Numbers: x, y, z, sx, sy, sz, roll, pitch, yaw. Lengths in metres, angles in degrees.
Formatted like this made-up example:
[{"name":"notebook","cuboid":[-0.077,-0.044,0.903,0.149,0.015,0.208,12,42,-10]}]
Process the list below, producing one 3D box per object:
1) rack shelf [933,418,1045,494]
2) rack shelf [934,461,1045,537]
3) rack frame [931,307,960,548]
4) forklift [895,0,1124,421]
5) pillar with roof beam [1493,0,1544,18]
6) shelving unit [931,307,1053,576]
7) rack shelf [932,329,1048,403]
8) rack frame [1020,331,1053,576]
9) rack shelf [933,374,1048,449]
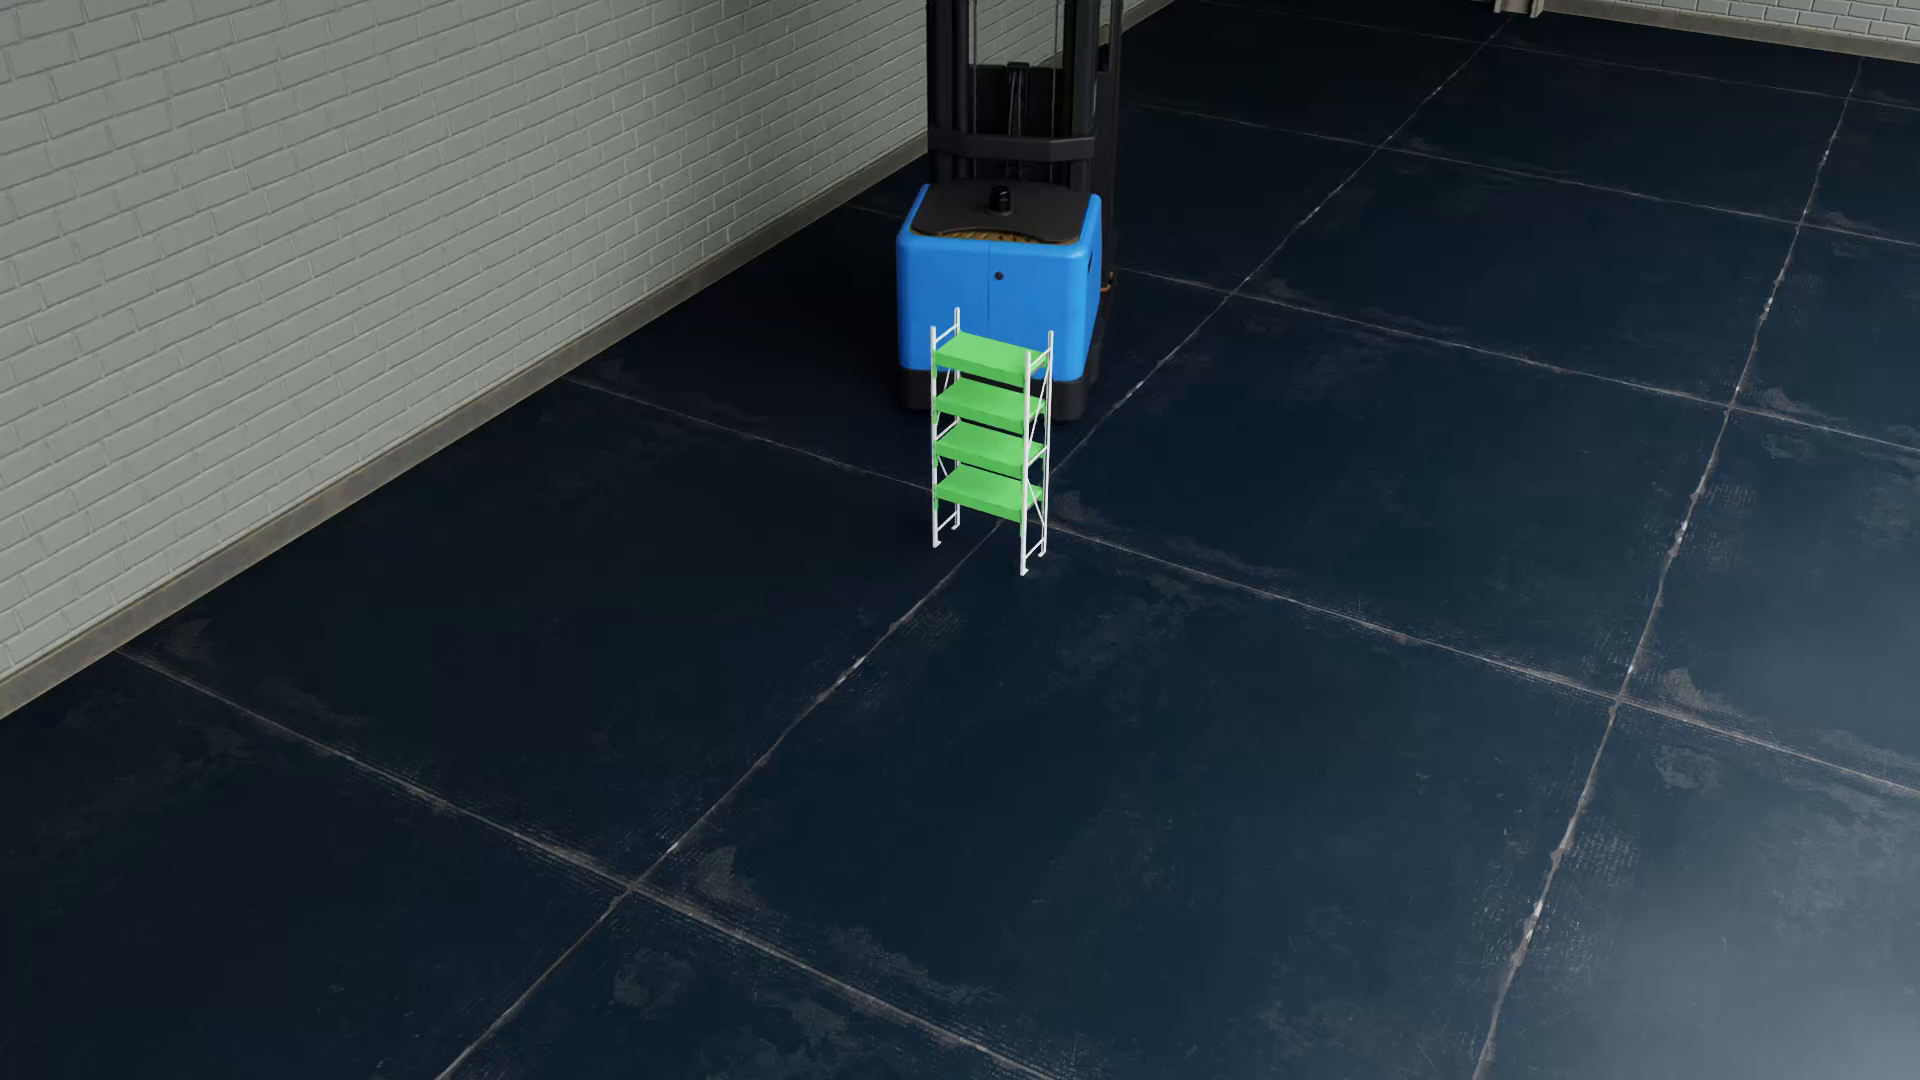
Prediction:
[{"name":"rack shelf","cuboid":[0.144,-0.401,7.884,0.480,0.148,0.258,18,37,24]},{"name":"rack shelf","cuboid":[0.144,-0.201,8.018,0.480,0.148,0.258,18,37,24]},{"name":"rack frame","cuboid":[-0.068,-0.521,7.950,0.015,1.200,0.240,18,37,24]},{"name":"forklift","cuboid":[0.396,-2.675,9.623,1.130,2.935,3.031,5,34,8]},{"name":"pillar with roof beam","cuboid":[3.169,-6.705,10.200,0.400,9.000,9.100,18,37,24]},{"name":"shelving unit","cuboid":[0.144,-0.454,7.849,0.503,1.200,0.258,18,37,24]},{"name":"rack shelf","cuboid":[0.144,-0.800,7.618,0.480,0.148,0.258,18,37,24]},{"name":"rack frame","cuboid":[0.356,-0.387,7.748,0.015,1.200,0.240,18,37,24]},{"name":"rack shelf","cuboid":[0.144,-0.600,7.751,0.480,0.148,0.258,18,37,24]}]
